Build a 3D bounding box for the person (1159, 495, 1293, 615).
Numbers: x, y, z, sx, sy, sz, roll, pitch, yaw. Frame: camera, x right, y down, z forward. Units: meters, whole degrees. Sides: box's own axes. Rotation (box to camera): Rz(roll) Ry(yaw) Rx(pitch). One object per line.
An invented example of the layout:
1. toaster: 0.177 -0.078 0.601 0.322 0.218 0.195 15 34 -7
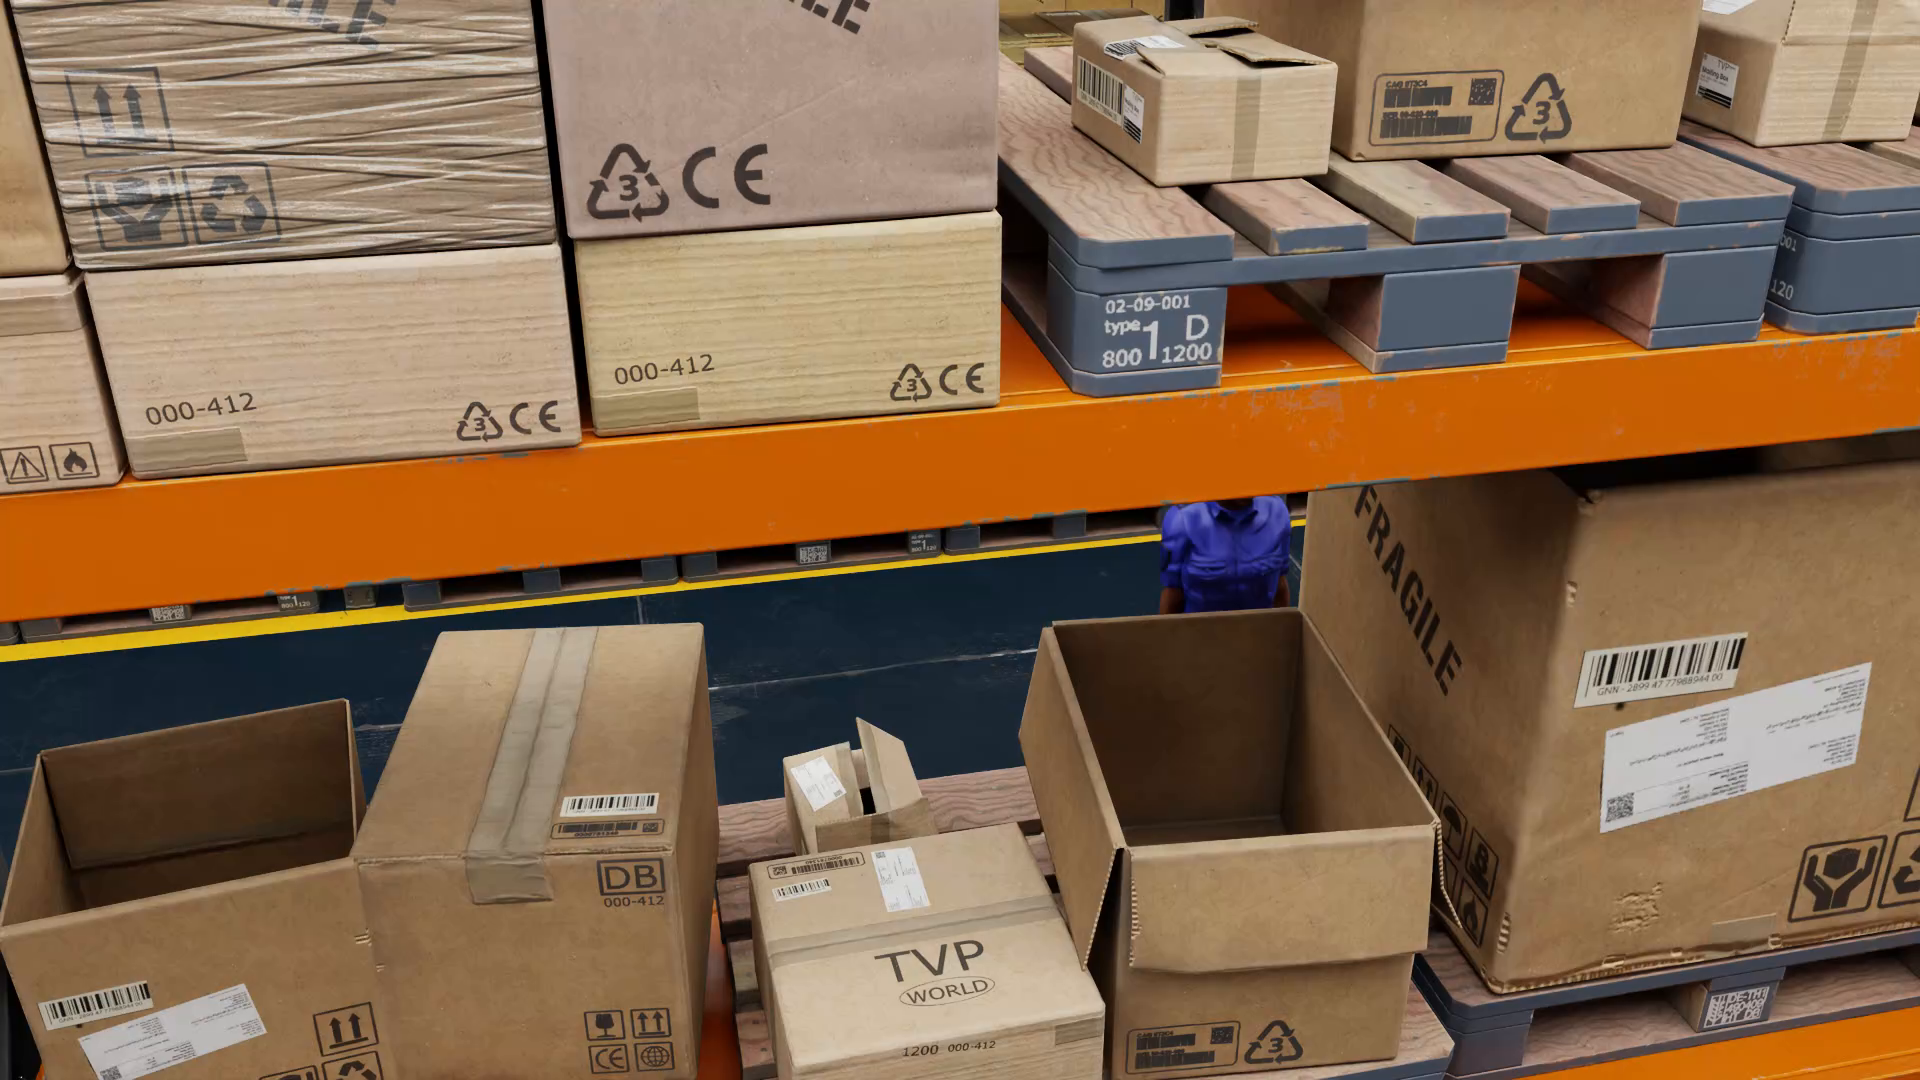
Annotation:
1. person: 0.842 0.397 5.341 0.436 1.659 0.312 -5 27 -10
